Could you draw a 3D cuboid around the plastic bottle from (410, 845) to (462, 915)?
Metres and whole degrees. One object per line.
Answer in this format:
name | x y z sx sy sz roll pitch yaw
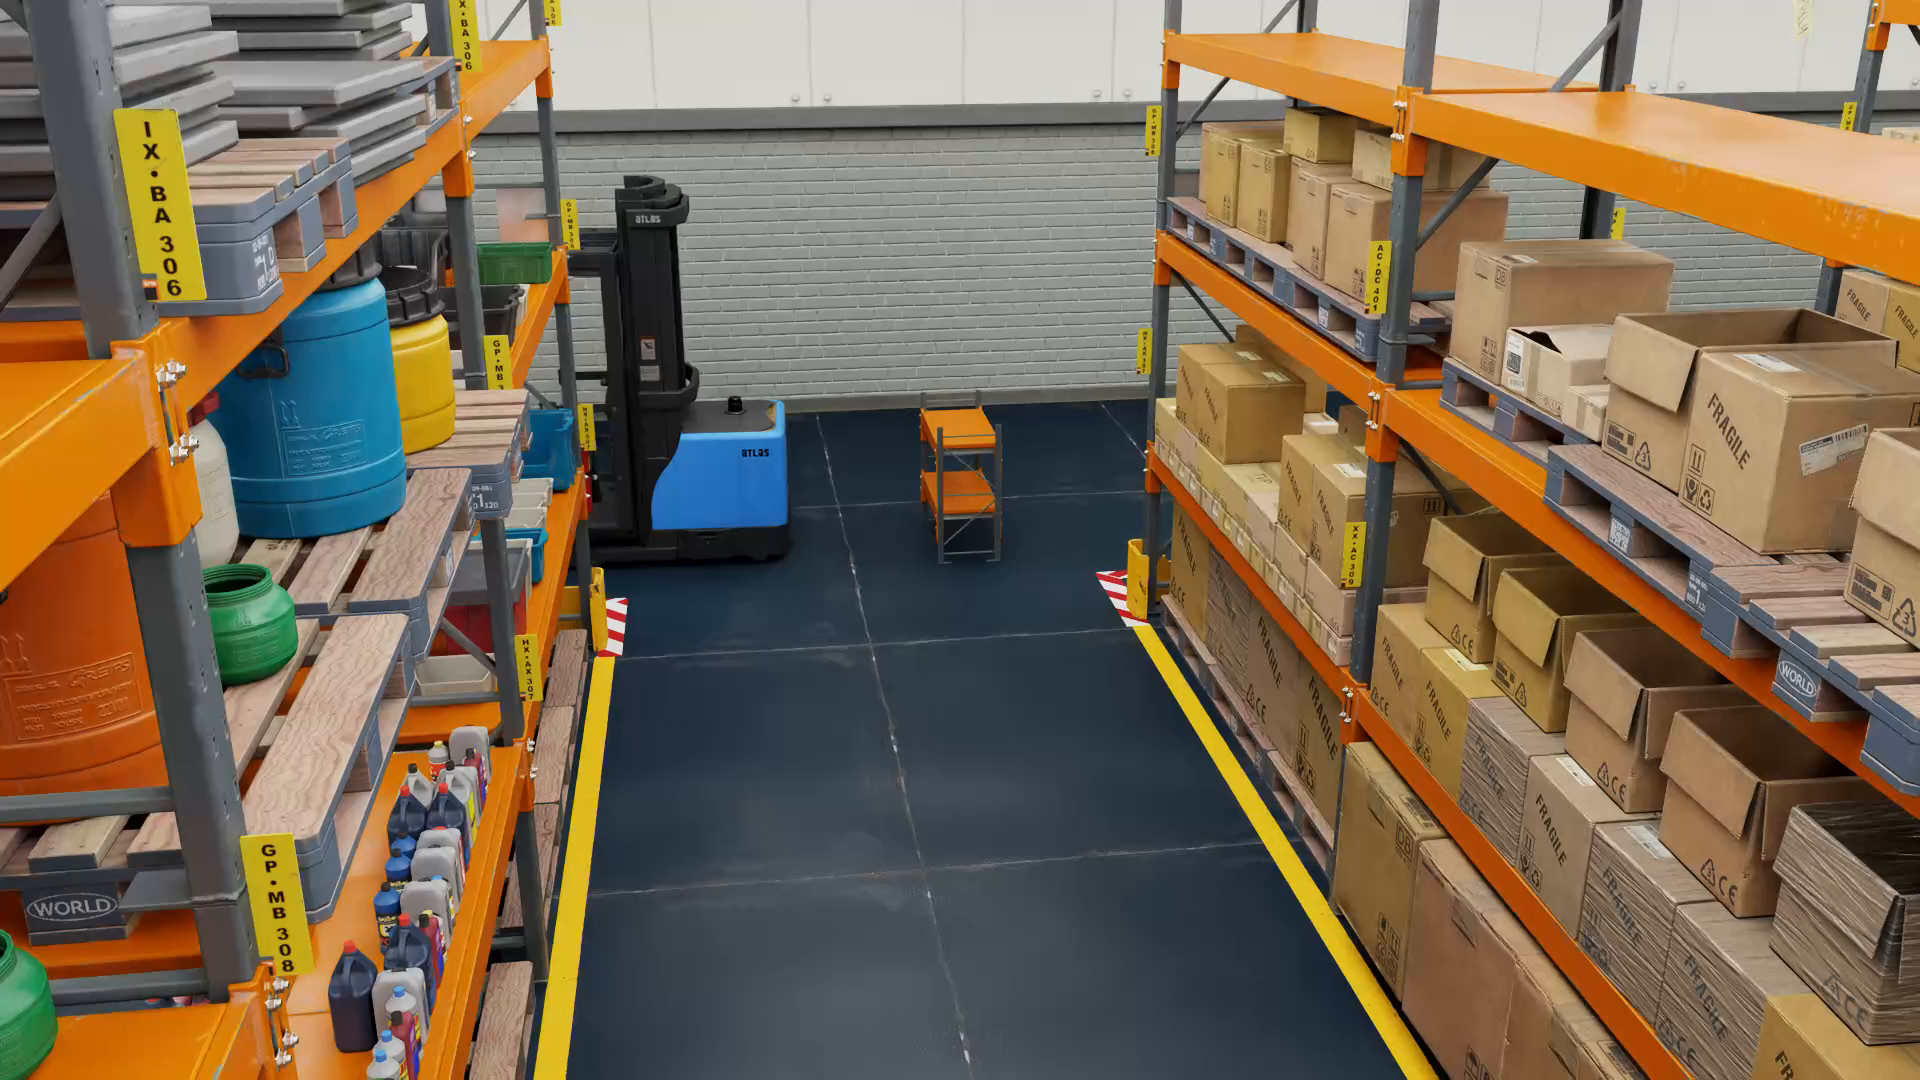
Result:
plastic bottle | -1.965 1.260 6.232 0.152 0.276 0.135 -3 21 -8

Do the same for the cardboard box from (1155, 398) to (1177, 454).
cardboard box | 1.641 -0.790 11.333 0.500 0.250 0.500 -3 21 -9

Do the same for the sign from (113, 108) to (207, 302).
sign | -1.366 -0.570 2.843 0.100 0.325 0.005 -3 21 -8

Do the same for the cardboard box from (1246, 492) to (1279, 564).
cardboard box | 1.941 -0.080 9.432 0.500 0.250 0.500 -2 21 -7

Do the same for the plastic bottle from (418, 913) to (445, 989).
plastic bottle | -1.853 1.415 5.808 0.061 0.283 0.133 -3 21 -8

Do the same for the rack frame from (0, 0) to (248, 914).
rack frame | -1.909 -0.691 2.705 1.000 3.000 0.127 -3 21 -8

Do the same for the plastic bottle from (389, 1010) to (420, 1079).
plastic bottle | -1.773 1.605 5.298 0.061 0.283 0.133 -3 21 -8

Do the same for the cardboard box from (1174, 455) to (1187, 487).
cardboard box | 1.639 -0.466 11.035 0.380 0.149 0.250 -3 21 -9

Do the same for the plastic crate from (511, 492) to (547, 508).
plastic crate | -2.738 -0.181 10.205 0.396 0.136 0.243 -3 21 -8

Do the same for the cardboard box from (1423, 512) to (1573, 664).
cardboard box | 2.515 0.188 7.348 0.797 0.503 0.637 -3 21 -9

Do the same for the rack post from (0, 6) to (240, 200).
rack post | -2.054 -0.905 3.385 0.954 0.300 0.937 -3 21 -8

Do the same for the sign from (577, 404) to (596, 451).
sign | -2.521 -0.760 11.232 0.100 0.325 0.005 -3 21 -8

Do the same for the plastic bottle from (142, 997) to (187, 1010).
plastic bottle | -2.536 1.571 5.294 0.144 0.351 0.185 -3 21 -8

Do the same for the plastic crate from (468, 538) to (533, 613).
plastic crate | -2.524 0.224 8.914 0.437 0.282 0.530 -3 21 -8

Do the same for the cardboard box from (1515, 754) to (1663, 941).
cardboard box | 2.459 1.135 6.246 0.500 0.500 0.500 -3 21 -7

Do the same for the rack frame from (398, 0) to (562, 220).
rack frame | -3.063 -3.461 10.121 1.000 3.000 0.127 -3 21 -8

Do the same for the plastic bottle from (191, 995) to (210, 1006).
plastic bottle | -2.439 1.588 5.343 0.061 0.283 0.133 -3 21 -8

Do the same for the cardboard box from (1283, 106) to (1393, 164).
cardboard box | 2.120 -2.247 9.201 0.500 0.250 0.500 -4 21 -9

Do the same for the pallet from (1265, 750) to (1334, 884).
pallet | 2.383 1.524 9.335 1.003 0.211 1.213 -3 21 -8

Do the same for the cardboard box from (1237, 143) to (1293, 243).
cardboard box | 2.051 -2.041 9.721 0.700 0.500 0.500 -4 21 -11

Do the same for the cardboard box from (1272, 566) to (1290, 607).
cardboard box | 1.936 0.246 9.129 0.380 0.149 0.250 -3 21 -7

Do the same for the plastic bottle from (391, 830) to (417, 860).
plastic bottle | -2.105 1.229 6.324 0.097 0.271 0.097 0 20 0

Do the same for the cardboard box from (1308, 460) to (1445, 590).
cardboard box | 2.084 -0.082 8.365 0.500 0.500 0.500 -2 21 -6

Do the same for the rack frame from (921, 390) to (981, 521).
rack frame | -0.074 -0.705 13.997 0.500 1.125 0.032 -3 21 -8

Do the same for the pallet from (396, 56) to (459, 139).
pallet | -2.336 -1.515 5.753 1.003 0.211 1.213 -3 21 -8

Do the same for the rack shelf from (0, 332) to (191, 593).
rack shelf | -1.621 0.526 1.047 1.077 0.370 4.000 -3 21 -8

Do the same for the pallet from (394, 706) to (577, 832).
pallet | -2.810 1.365 9.761 1.003 0.211 1.213 -3 21 -8

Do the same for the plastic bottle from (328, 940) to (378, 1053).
plastic bottle | -2.002 1.495 5.497 0.144 0.351 0.185 -3 21 -8

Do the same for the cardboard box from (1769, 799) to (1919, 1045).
cardboard box | 2.902 1.099 4.911 0.797 0.503 0.637 -2 21 -6

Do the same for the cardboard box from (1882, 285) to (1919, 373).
cardboard box | 6.642 -1.427 11.253 0.500 0.500 0.500 -2 21 -6

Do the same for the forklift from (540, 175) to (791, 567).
forklift | -2.908 -1.327 13.081 3.031 2.935 1.130 -2 21 -5

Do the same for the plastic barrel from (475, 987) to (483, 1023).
plastic barrel | -2.424 1.710 7.250 0.600 0.901 0.708 -3 21 -8

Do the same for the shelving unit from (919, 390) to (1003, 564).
shelving unit | -0.001 -0.529 13.526 0.538 1.125 1.048 -3 21 -8

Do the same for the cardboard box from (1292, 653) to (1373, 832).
cardboard box | 2.399 1.051 9.053 0.875 0.875 0.875 -3 21 -8

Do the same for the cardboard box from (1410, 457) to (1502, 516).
cardboard box | 2.599 -0.115 8.453 0.500 0.500 0.500 -3 21 -8

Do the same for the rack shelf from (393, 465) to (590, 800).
rack shelf | -2.774 0.379 9.443 1.077 0.370 4.000 -3 21 -8

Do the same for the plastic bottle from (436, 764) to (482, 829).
plastic bottle | -2.057 1.039 6.824 0.152 0.276 0.135 -3 21 -8

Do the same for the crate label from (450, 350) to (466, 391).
crate label | -2.271 -0.731 7.477 0.293 0.136 0.466 -3 21 -8

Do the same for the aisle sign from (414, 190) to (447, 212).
aisle sign | -3.367 -1.878 10.743 0.394 0.787 0.004 -3 21 -8

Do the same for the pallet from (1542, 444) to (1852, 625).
pallet | 2.682 -0.055 5.558 1.003 0.211 1.213 -2 21 -5

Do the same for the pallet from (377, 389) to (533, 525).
pallet | -2.276 -0.316 6.258 1.213 0.211 1.003 -3 21 -8

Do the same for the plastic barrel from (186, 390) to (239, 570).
plastic barrel | -2.314 -0.153 4.756 0.433 0.535 0.433 0 20 0

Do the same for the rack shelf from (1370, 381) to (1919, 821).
rack shelf | 2.703 0.109 5.879 1.077 0.370 4.000 -3 21 -8

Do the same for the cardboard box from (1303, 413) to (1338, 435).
cardboard box | 2.243 -0.639 10.930 0.500 0.250 0.500 -3 21 -9

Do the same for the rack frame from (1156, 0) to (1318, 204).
rack frame | 1.839 -3.711 10.790 1.000 3.000 0.127 -3 21 -8

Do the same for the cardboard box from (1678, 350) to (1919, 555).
cardboard box | 2.621 -0.281 5.152 0.500 0.500 0.500 -2 21 -5

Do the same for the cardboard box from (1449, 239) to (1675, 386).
cardboard box | 2.509 -0.964 6.980 0.700 0.500 0.500 -2 21 -6

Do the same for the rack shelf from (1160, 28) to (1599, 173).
rack shelf | 2.127 -2.494 9.132 1.077 0.370 4.000 -3 21 -8

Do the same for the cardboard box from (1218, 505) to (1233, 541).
cardboard box | 1.786 -0.111 10.084 0.380 0.149 0.250 -3 21 -9

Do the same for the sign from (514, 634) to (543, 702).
sign | -1.941 0.578 7.487 0.100 0.325 0.005 -3 21 -8

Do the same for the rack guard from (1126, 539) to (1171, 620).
rack guard | 1.835 0.262 12.300 1.175 0.500 0.348 -3 21 -8

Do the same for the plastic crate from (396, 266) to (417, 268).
plastic crate | -3.049 -1.217 8.571 0.437 0.282 0.530 -3 21 -8
